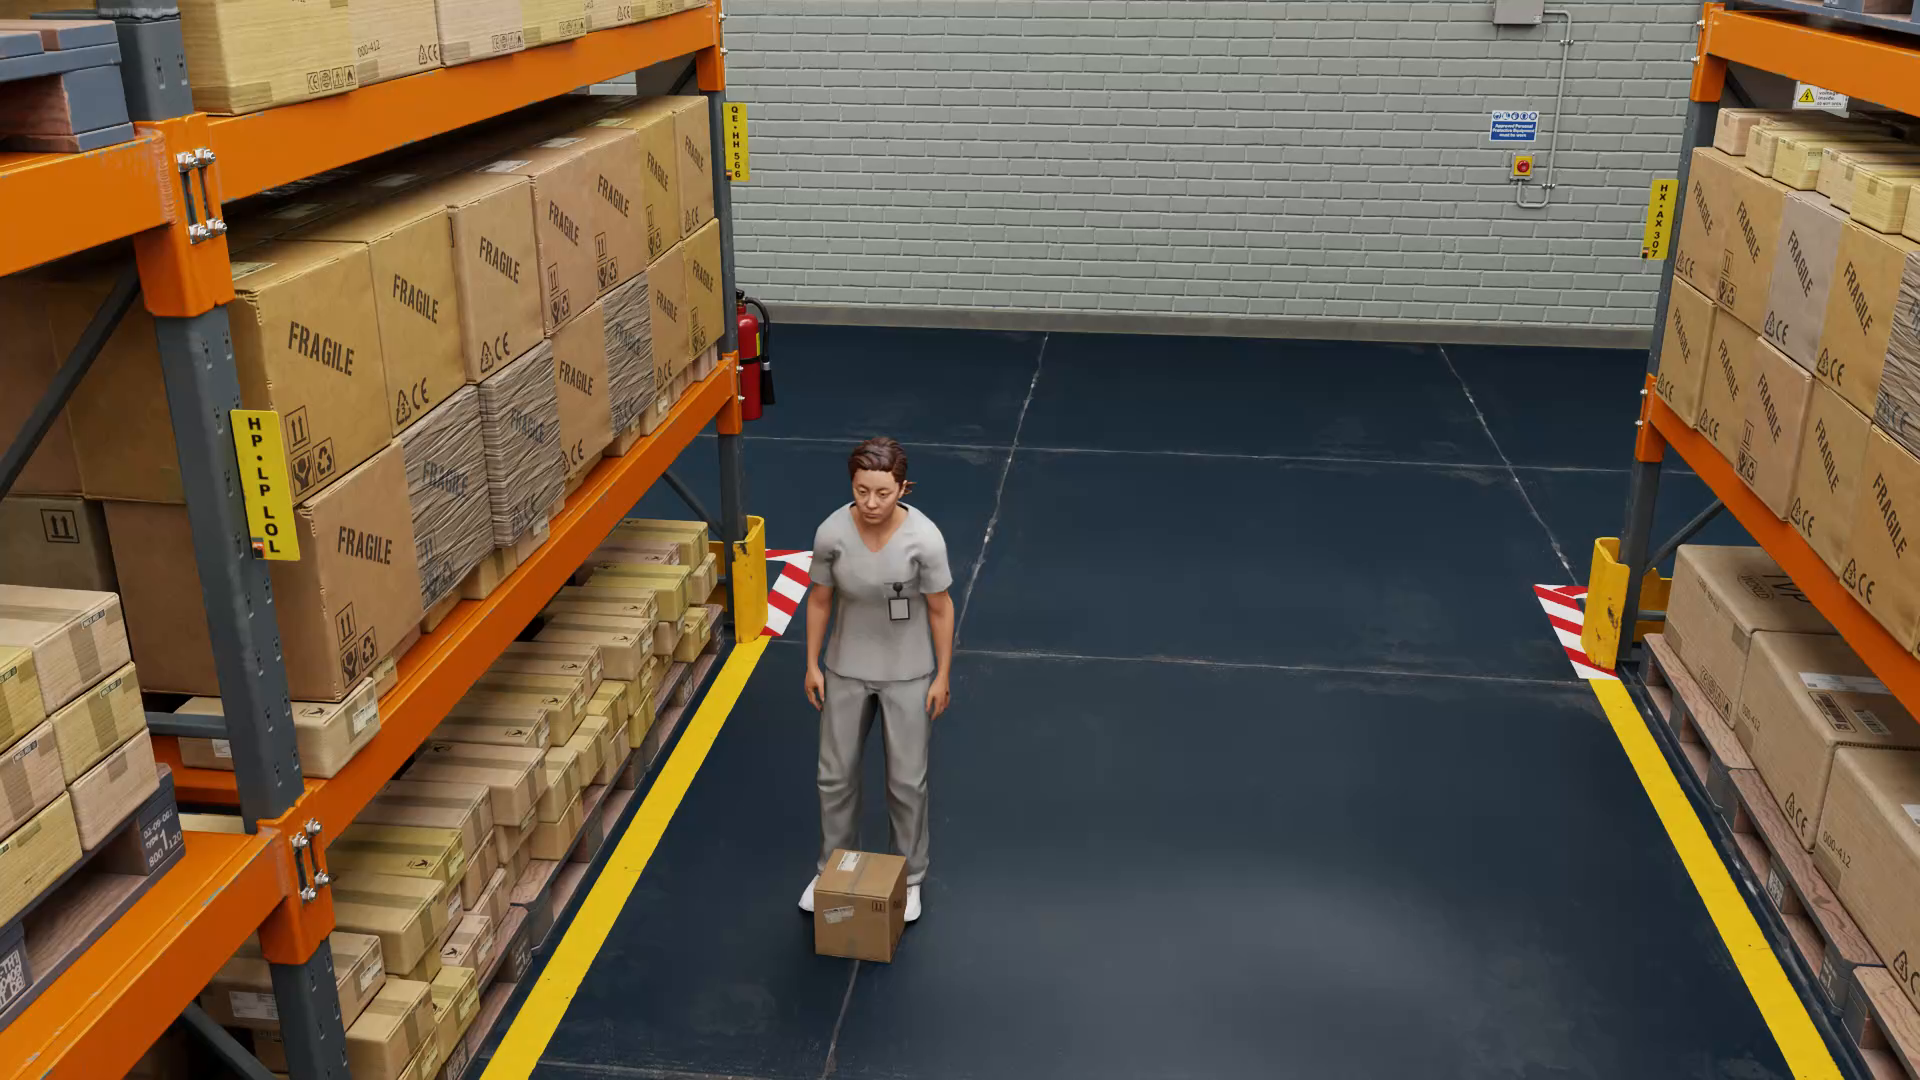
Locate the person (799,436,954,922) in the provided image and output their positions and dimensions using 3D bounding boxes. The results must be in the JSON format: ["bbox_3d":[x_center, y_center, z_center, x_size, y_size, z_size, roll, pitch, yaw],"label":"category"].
[{"bbox_3d":[-0.275,0.448,5.435,0.509,1.671,0.361,3,22,9],"label":"person"}]
